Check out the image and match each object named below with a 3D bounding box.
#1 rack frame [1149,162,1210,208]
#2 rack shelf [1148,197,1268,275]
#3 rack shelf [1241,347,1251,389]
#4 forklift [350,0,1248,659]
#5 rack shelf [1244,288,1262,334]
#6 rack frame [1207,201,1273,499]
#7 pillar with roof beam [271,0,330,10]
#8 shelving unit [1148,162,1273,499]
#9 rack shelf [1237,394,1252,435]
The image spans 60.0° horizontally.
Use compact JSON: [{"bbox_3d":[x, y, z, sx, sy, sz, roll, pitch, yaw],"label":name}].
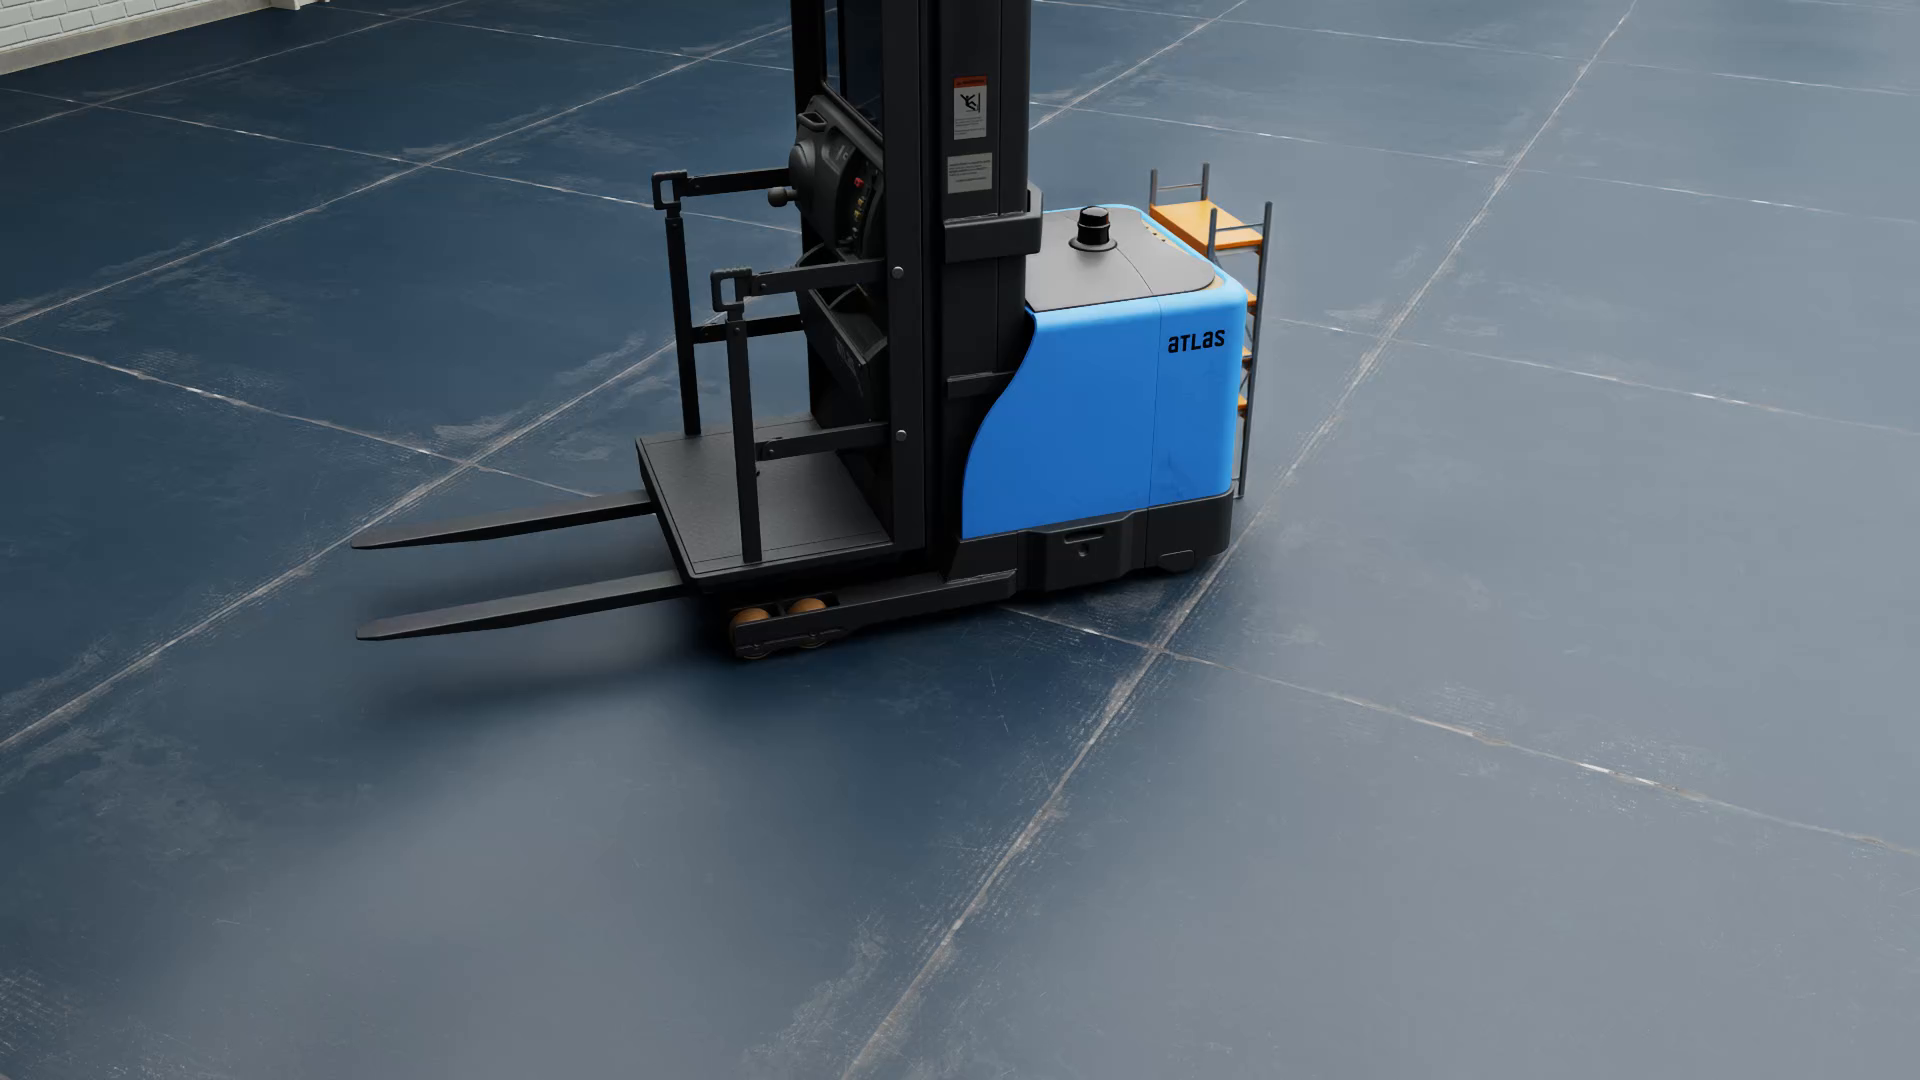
[{"bbox_3d":[0.838,-0.900,6.612,0.240,1.200,0.015,-10,31,-17],"label":"rack frame"},{"bbox_3d":[0.920,-1.126,6.217,0.258,0.148,0.480,-10,31,-17],"label":"rack shelf"},{"bbox_3d":[0.920,-0.727,6.446,0.258,0.148,0.480,-10,31,-17],"label":"rack shelf"},{"bbox_3d":[-0.588,-1.169,5.343,3.031,2.935,1.130,-10,31,-17],"label":"forklift"},{"bbox_3d":[0.920,-0.921,6.334,0.258,0.148,0.480,-10,31,-17],"label":"rack shelf"},{"bbox_3d":[1.002,-0.671,6.213,0.240,1.200,0.015,-10,31,-17],"label":"rack frame"},{"bbox_3d":[-1.828,-7.526,10.319,9.100,9.000,0.400,14,33,23],"label":"pillar with roof beam"},{"bbox_3d":[0.920,-0.785,6.412,0.258,1.200,0.503,-10,31,-17],"label":"shelving unit"},{"bbox_3d":[0.920,-0.555,6.545,0.258,0.148,0.480,-10,31,-17],"label":"rack shelf"}]
